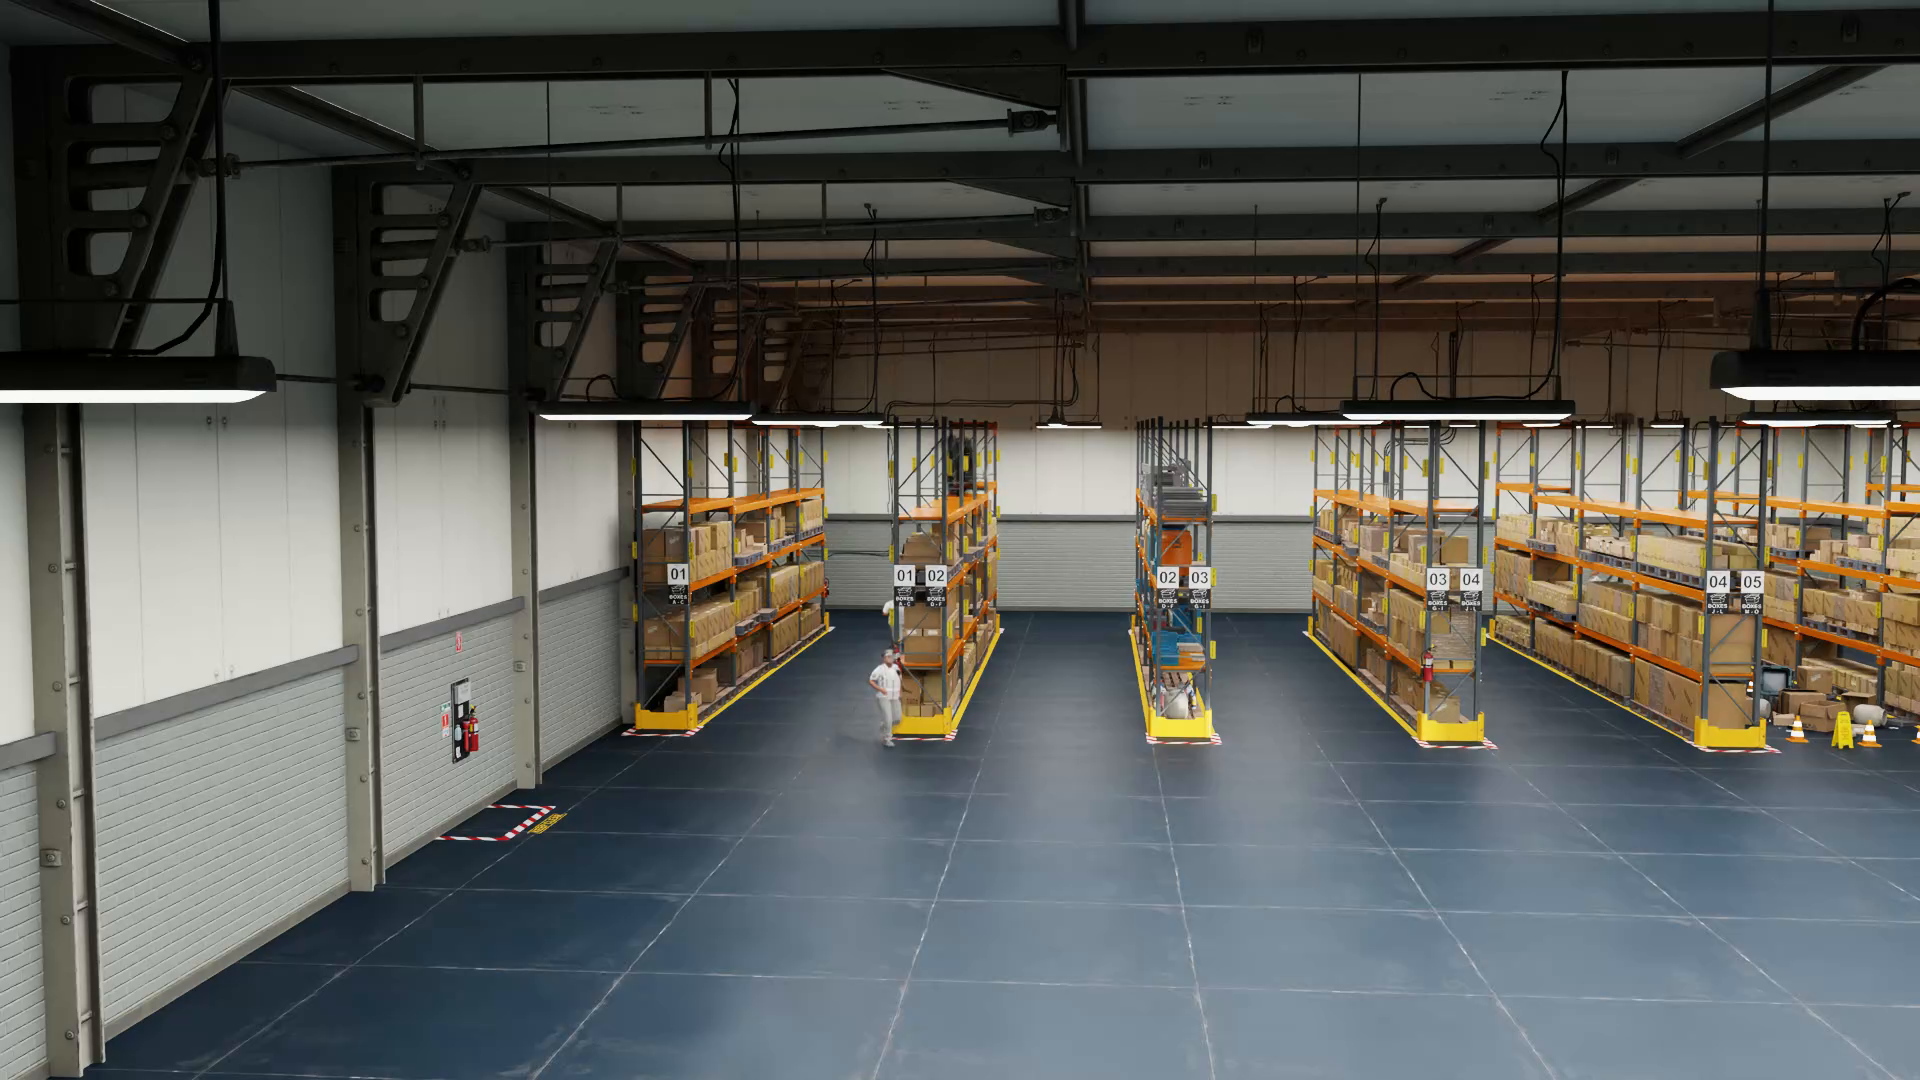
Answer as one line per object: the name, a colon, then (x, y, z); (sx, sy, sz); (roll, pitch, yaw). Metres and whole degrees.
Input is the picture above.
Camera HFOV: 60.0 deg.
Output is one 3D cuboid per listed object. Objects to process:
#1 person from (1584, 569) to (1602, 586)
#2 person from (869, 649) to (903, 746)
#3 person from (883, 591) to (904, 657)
person: (18.455, 1.675, 48.436); (0.781, 1.833, 0.629); (-1, 4, -19)
person: (-1.321, 2.876, 30.427); (0.704, 1.765, 0.637); (-2, 4, -30)
person: (-1.576, 2.123, 41.242); (0.689, 1.788, 0.906); (0, 4, -4)
